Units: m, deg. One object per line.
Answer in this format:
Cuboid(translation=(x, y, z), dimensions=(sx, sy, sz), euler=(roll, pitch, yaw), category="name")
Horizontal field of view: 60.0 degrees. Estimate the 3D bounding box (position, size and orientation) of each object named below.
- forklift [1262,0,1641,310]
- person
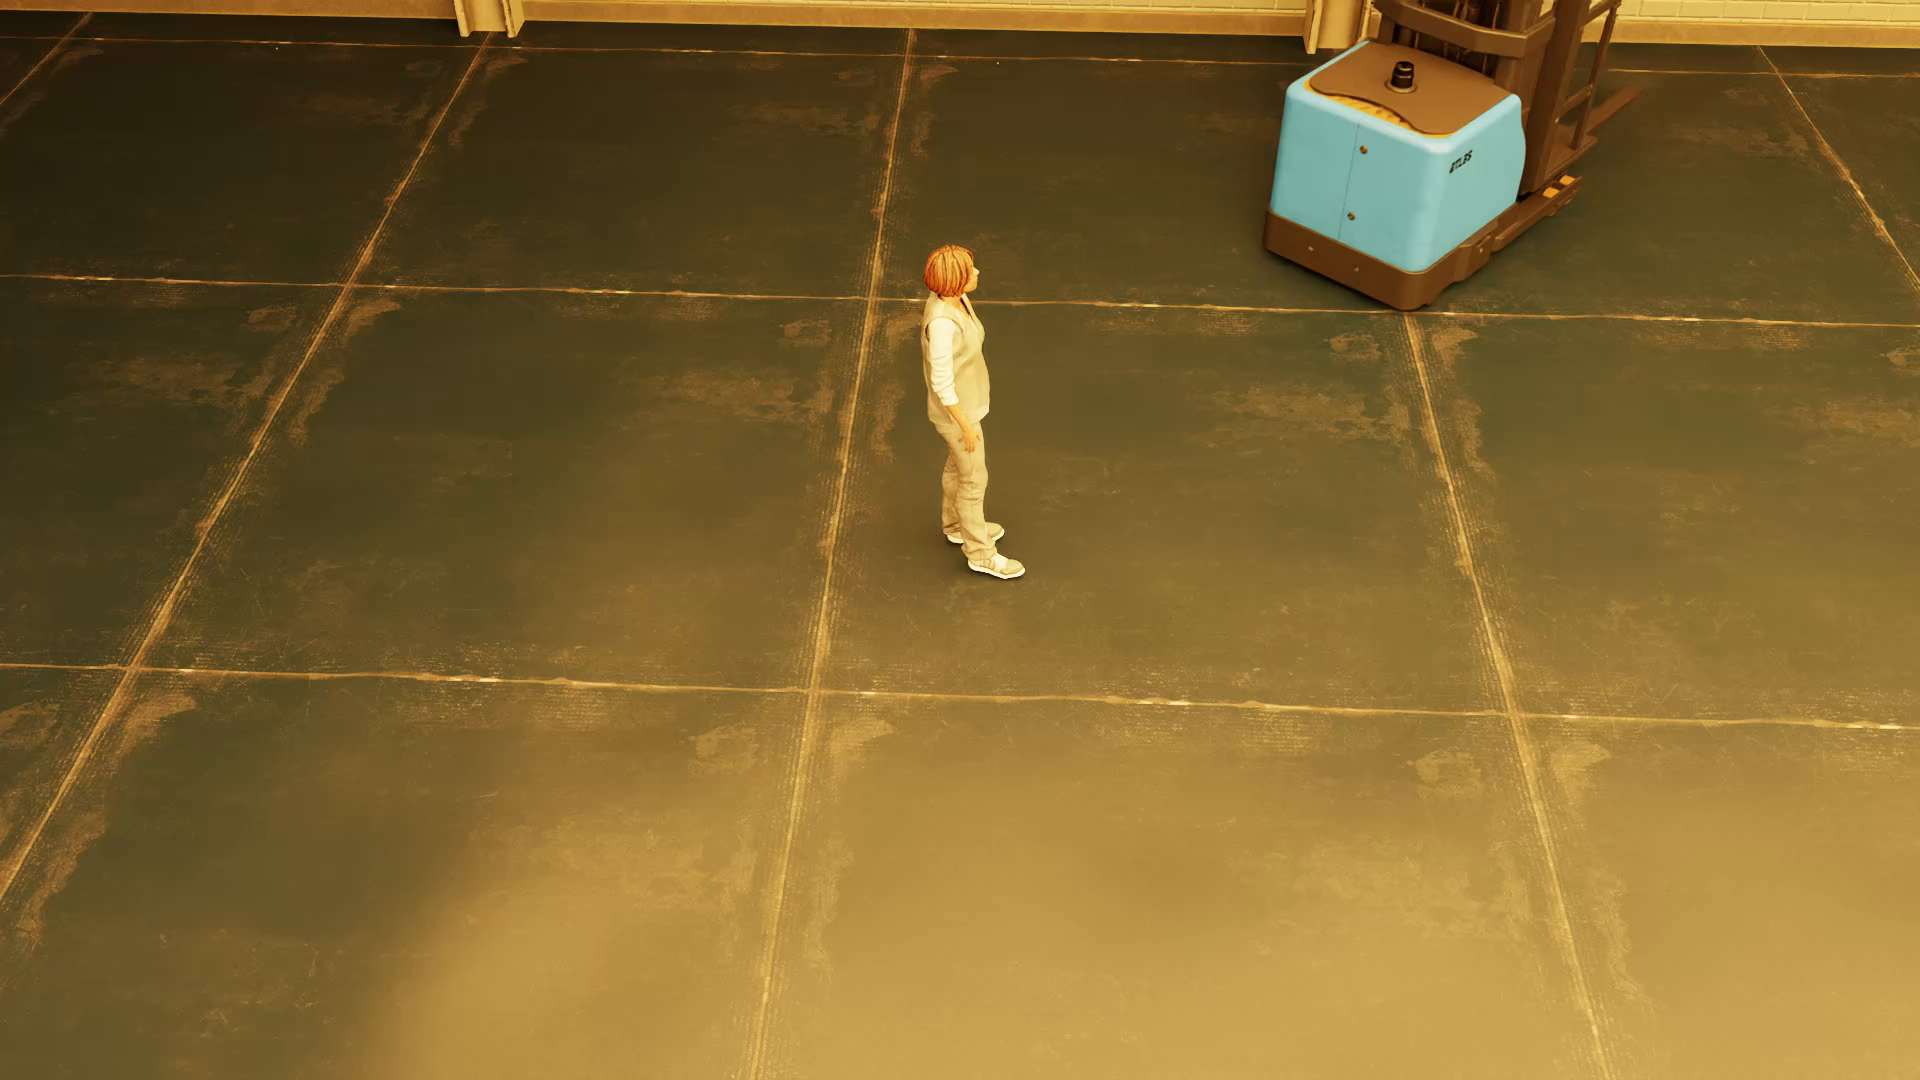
Cuboid(translation=(3.139, -3.257, 9.310), dimensions=(1.130, 2.935, 3.031), euler=(32, 51, 30), category="forklift")
Cuboid(translation=(0.073, -0.583, 7.360), dimensions=(0.475, 1.596, 0.521), euler=(2, 42, 2), category="person")
